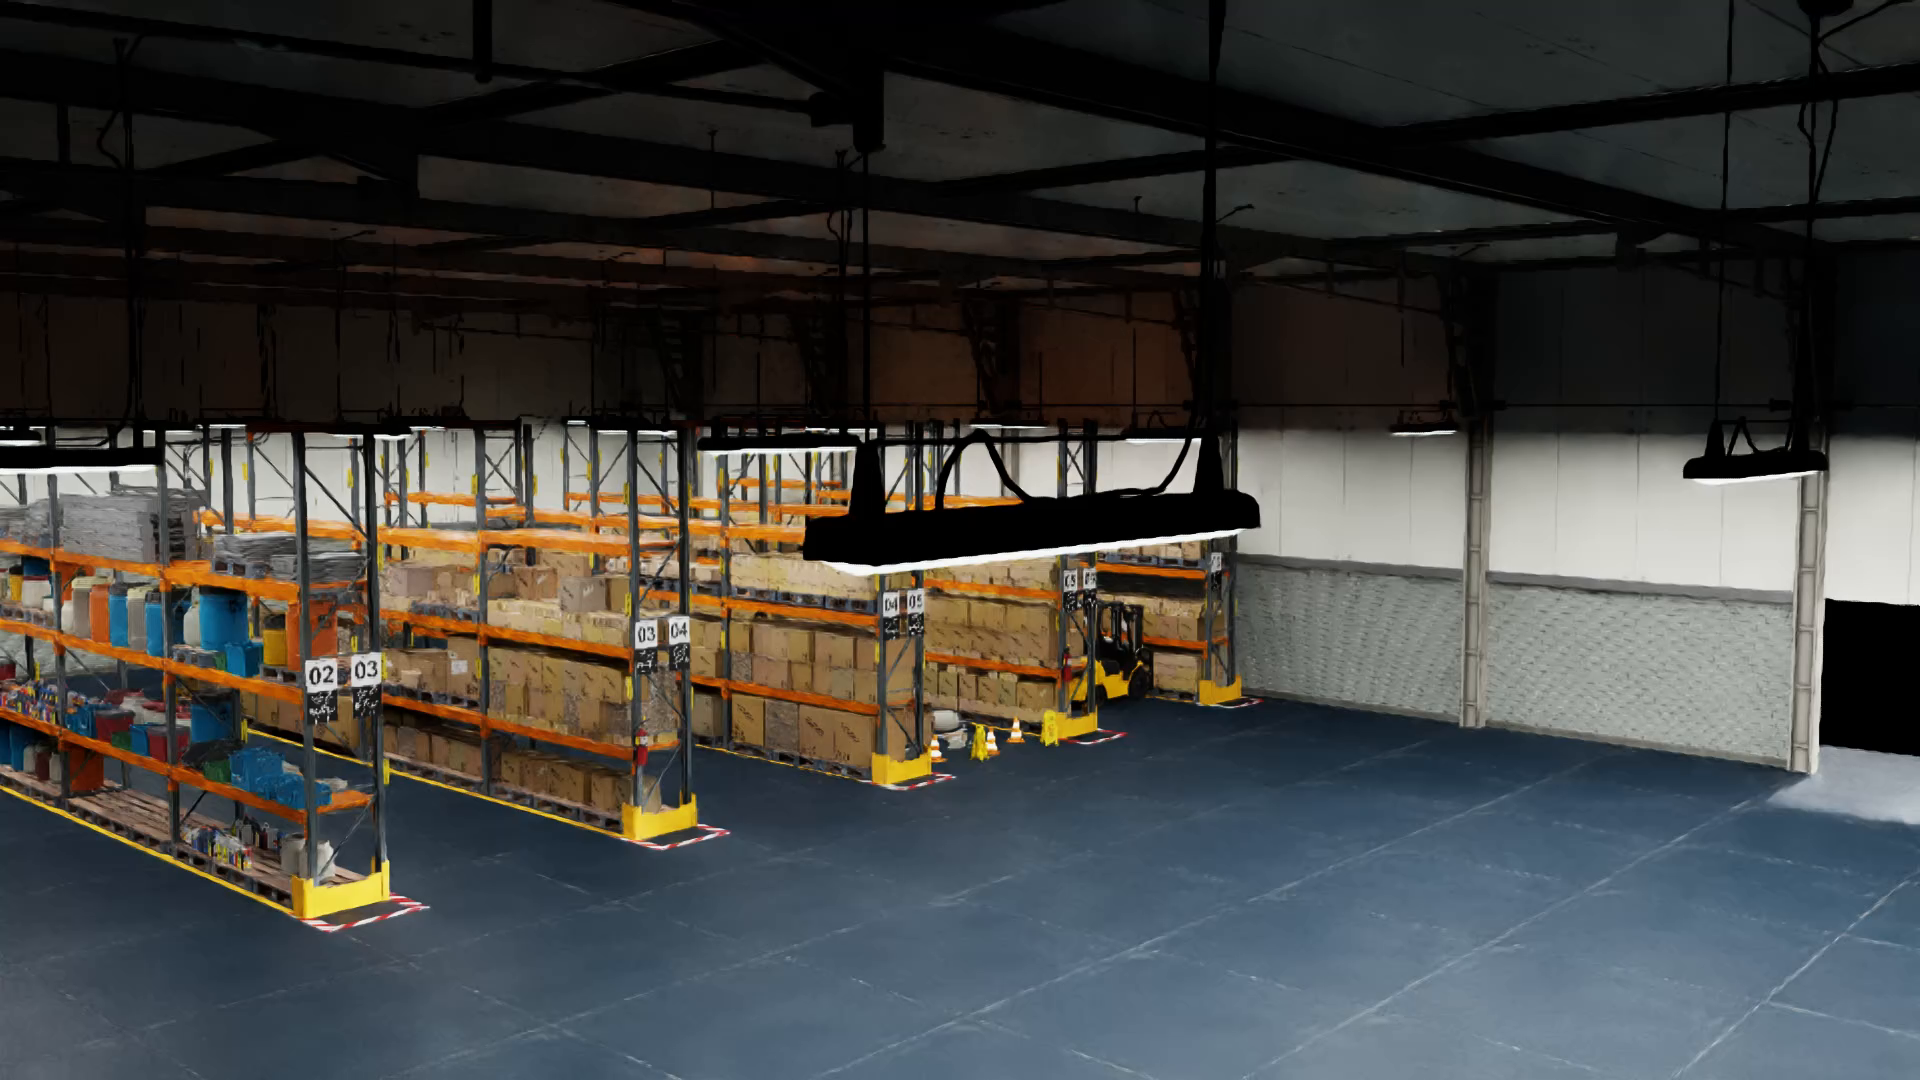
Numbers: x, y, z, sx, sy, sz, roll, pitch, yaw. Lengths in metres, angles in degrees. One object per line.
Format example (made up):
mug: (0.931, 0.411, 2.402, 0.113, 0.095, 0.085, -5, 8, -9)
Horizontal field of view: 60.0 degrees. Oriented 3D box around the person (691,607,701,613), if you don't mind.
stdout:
person: (-5.929, 2.385, 37.307, 0.646, 1.764, 0.686, -2, 5, -25)
